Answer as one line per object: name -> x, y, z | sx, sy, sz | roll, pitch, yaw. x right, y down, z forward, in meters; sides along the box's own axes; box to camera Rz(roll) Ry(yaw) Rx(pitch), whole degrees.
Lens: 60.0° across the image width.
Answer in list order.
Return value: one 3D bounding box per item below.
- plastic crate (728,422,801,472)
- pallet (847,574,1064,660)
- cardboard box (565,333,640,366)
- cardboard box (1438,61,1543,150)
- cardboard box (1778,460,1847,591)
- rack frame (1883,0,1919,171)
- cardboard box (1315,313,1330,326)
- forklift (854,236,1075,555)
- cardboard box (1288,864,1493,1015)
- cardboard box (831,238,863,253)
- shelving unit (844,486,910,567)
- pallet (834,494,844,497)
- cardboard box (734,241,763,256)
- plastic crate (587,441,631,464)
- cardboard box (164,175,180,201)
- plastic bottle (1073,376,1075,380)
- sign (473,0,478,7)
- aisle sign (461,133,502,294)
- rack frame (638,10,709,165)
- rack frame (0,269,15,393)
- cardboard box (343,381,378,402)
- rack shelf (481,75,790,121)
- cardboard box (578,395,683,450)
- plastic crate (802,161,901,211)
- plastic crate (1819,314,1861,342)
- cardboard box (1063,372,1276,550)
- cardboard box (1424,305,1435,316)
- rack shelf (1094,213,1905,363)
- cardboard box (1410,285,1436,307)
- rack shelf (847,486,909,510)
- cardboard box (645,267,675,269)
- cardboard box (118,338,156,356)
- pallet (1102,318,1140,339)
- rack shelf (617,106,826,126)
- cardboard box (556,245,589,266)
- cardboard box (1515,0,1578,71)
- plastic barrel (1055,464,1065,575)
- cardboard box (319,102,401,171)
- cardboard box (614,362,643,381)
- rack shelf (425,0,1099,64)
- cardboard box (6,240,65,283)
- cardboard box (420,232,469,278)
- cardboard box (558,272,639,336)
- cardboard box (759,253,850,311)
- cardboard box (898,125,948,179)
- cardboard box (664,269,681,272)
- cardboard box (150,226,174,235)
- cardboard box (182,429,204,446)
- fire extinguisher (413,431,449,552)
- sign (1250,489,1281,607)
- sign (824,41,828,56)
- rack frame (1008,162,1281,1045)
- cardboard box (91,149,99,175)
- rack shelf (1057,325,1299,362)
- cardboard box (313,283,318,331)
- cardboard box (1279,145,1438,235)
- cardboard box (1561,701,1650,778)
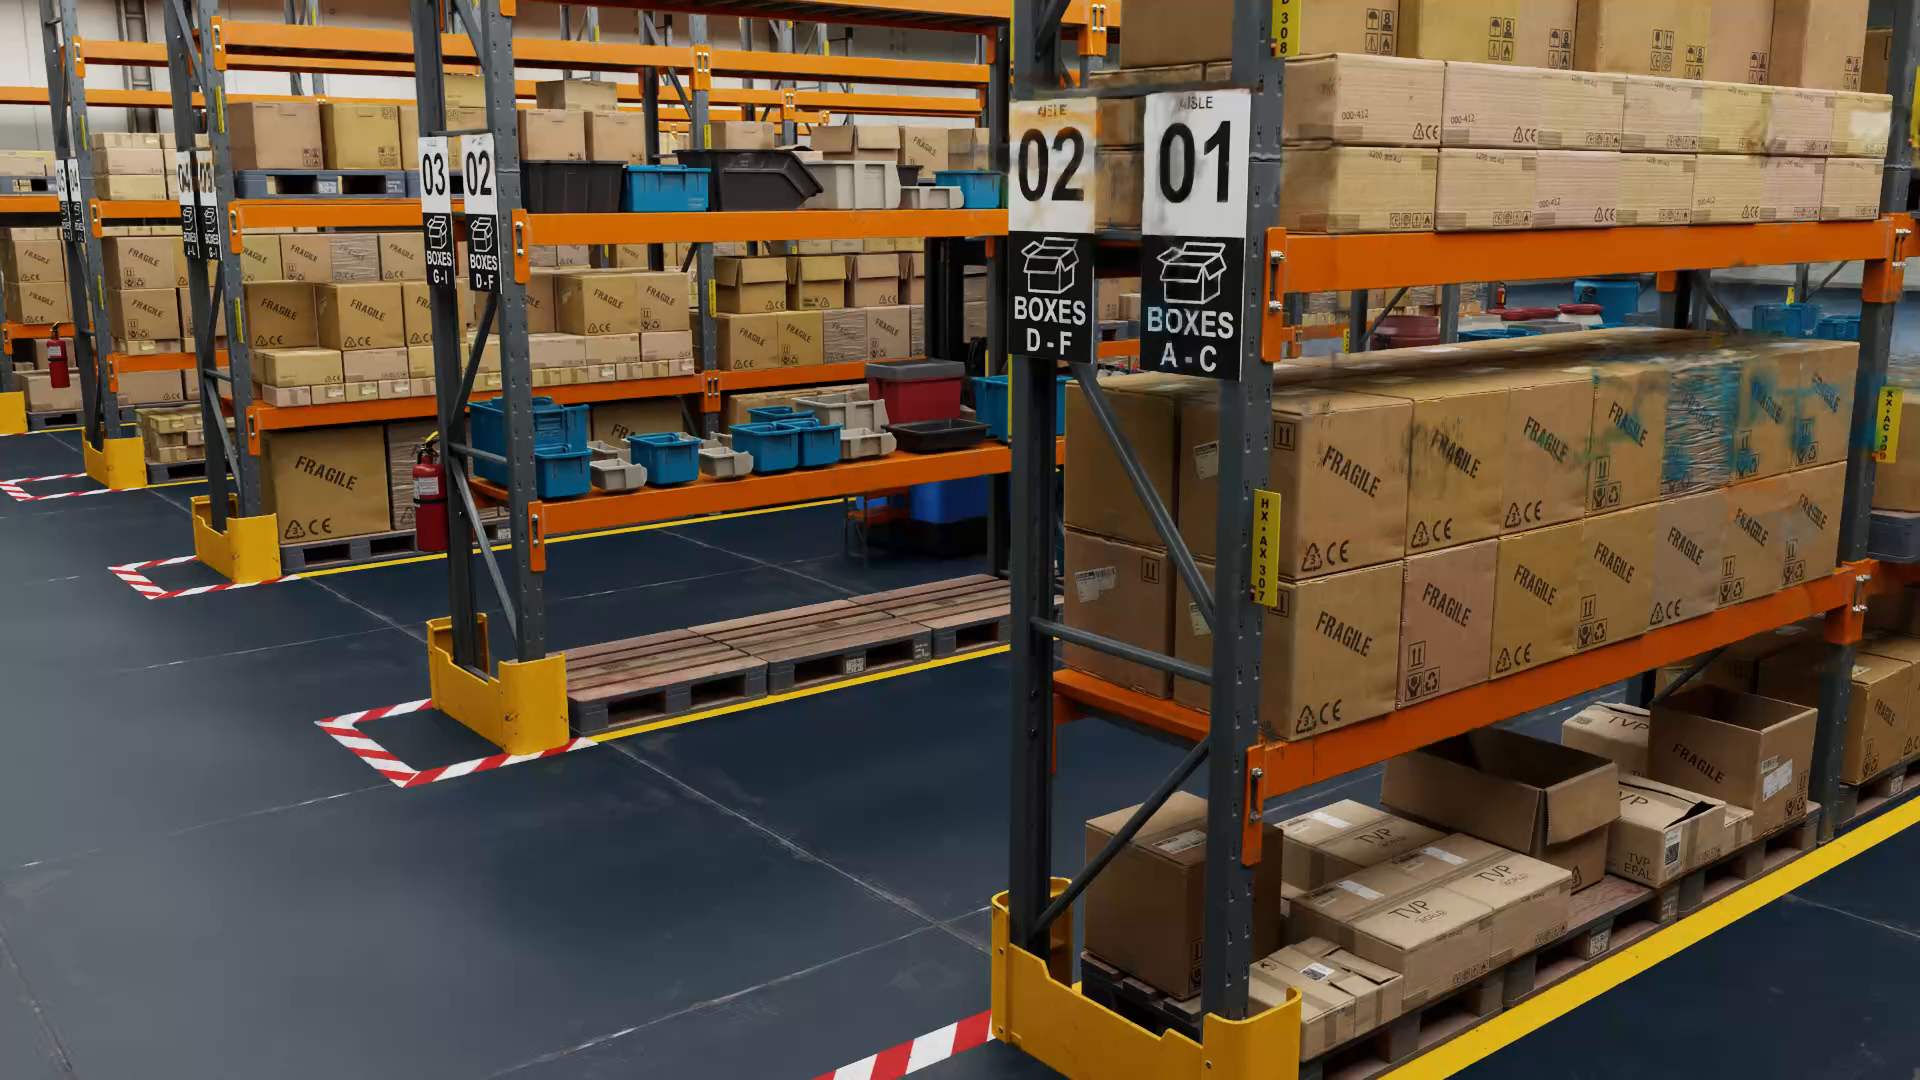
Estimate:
plastic crate -> -1.141, -0.542, 9.720 | 0.300, 0.233, 0.416 | -9, 15, -38
pallet -> 0.006, 0.501, 11.260 | 1.213, 0.211, 1.003 | -9, 15, -38
cardboard box -> -3.121, -1.672, 14.428 | 0.500, 0.250, 0.500 | -9, 15, -36
cardboard box -> 1.483, -1.368, 5.286 | 0.500, 0.250, 0.500 | -9, 15, -38
cardboard box -> 3.418, -0.103, 7.151 | 0.500, 0.500, 0.500 | -9, 15, -37
rack frame -> 3.648, -3.095, 7.040 | 0.127, 3.000, 1.000 | -9, 15, -38
cardboard box -> 4.268, -2.692, 20.191 | 0.250, 0.149, 0.380 | -9, 15, -38
forklift -> 0.475, -1.558, 14.412 | 1.130, 2.935, 3.031 | 11, 16, 41
cardboard box -> 1.516, 1.399, 5.880 | 0.500, 0.250, 0.500 | -9, 15, -38
cardboard box -> -1.683, -3.765, 21.989 | 0.500, 0.500, 0.700 | -10, 15, -38
shelving unit -> -0.665, -0.429, 13.260 | 0.258, 1.200, 0.503 | 11, 16, 41
pallet -> -1.029, -0.675, 16.800 | 1.213, 0.211, 1.003 | -9, 15, -38
cardboard box -> -3.493, -4.585, 26.533 | 0.500, 0.500, 0.500 | -9, 15, -36
plastic crate -> -2.044, -0.481, 9.662 | 0.243, 0.136, 0.396 | -9, 15, -38
cardboard box -> -7.757, -3.545, 16.740 | 0.500, 0.250, 0.500 | -9, 15, -36
plastic bottle -> 0.814, -1.048, 12.125 | 0.133, 0.283, 0.061 | -9, 15, -38
sign -> -5.233, -5.925, 17.928 | 0.005, 0.325, 0.100 | -9, 15, -38
aisle sign -> -2.438, -1.659, 8.464 | 0.004, 0.787, 0.394 | -9, 15, -38
rack frame -> -2.538, -4.702, 14.609 | 0.127, 3.000, 1.000 | -9, 15, -38
rack frame -> -11.852, -2.856, 20.357 | 0.127, 3.000, 1.000 | -9, 15, -38
cardboard box -> -4.779, -1.185, 13.093 | 0.250, 0.149, 0.380 | -10, 16, -39
rack shelf -> -3.996, -5.232, 19.798 | 4.000, 0.370, 1.077 | -9, 15, -38
cardboard box -> -3.103, -0.861, 15.067 | 0.875, 0.875, 0.875 | -9, 15, -38
plastic crate -> -0.644, -2.092, 9.824 | 0.530, 0.282, 0.437 | -9, 15, -38
plastic crate -> 9.723, -2.335, 18.263 | 0.616, 0.251, 0.499 | -9, 15, -38
cardboard box -> 0.700, -0.282, 5.587 | 0.500, 0.500, 0.500 | -10, 15, -38
cardboard box -> 5.954, -3.003, 21.653 | 0.250, 0.149, 0.380 | -9, 15, -38
rack shelf -> 2.086, -1.016, 6.204 | 4.000, 0.370, 1.077 | -9, 15, -38
cardboard box -> 5.653, -3.310, 21.539 | 0.500, 0.500, 0.875 | -9, 15, -38
rack shelf -> -0.665, -0.363, 13.274 | 0.258, 0.148, 0.480 | 11, 16, 41
cardboard box -> -3.736, -3.313, 20.672 | 0.250, 0.149, 0.380 | -9, 15, -35
cardboard box -> -8.223, -1.932, 16.612 | 0.250, 0.149, 0.380 | -10, 15, -38
pallet -> 2.106, -2.456, 18.937 | 1.213, 0.211, 1.003 | -9, 15, -38
rack shelf -> -4.044, -6.541, 25.961 | 4.000, 0.370, 1.077 | -9, 15, -38
cardboard box -> -5.846, -4.323, 24.616 | 0.500, 0.500, 0.500 | -10, 16, -39
cardboard box -> 1.682, -1.849, 5.748 | 0.500, 0.500, 0.700 | -9, 15, -38
plastic barrel -> 0.992, -0.211, 11.943 | 0.708, 0.901, 0.600 | -9, 15, -38
cardboard box -> -4.774, -3.149, 13.022 | 0.500, 0.500, 0.700 | -10, 16, -40
cardboard box -> -2.973, -1.485, 14.507 | 0.250, 0.149, 0.380 | -10, 15, -39
rack shelf -> -1.006, -3.092, 9.720 | 4.000, 0.370, 1.077 | -9, 15, -38
cardboard box -> -11.300, -3.410, 20.319 | 0.500, 0.500, 0.500 | -10, 15, -39
cardboard box -> -5.756, -3.164, 18.444 | 0.500, 0.500, 0.500 | -10, 16, -40
cardboard box -> -3.124, -2.039, 14.351 | 0.500, 0.500, 0.500 | -9, 15, -37
cardboard box -> -1.501, -2.479, 15.925 | 0.637, 0.503, 0.797 | -9, 15, -37
cardboard box -> -0.465, -3.791, 16.288 | 0.500, 0.500, 0.500 | -8, 15, -35
cardboard box -> -3.542, -3.173, 20.009 | 0.250, 0.149, 0.380 | -9, 15, -35
cardboard box -> -10.165, -3.907, 21.097 | 0.250, 0.149, 0.380 | -10, 16, -39
cardboard box -> -7.862, -1.075, 17.108 | 0.250, 0.149, 0.380 | -10, 15, -38
fire extinguisher -> -2.969, -0.279, 9.306 | 0.183, 0.674, 0.296 | -9, 15, -38
sign -> 0.863, 0.023, 4.714 | 0.005, 0.325, 0.100 | -9, 15, -38
sign -> -2.131, -7.793, 26.533 | 0.005, 0.325, 0.100 | -9, 15, -38
rack frame -> 0.524, 0.359, 5.219 | 0.127, 3.000, 1.000 | -9, 15, -38
cardboard box -> -8.480, -3.806, 16.766 | 0.500, 0.250, 0.500 | -10, 16, -39
rack shelf -> 2.147, -2.194, 18.973 | 4.000, 0.370, 1.077 | -9, 15, -38
cardboard box -> -6.971, -2.476, 17.613 | 0.500, 0.500, 0.500 | -10, 16, -39
cardboard box -> 1.084, -1.061, 5.043 | 0.500, 0.250, 0.500 | -9, 15, -38
cardboard box -> 3.185, 0.959, 7.805 | 0.500, 0.311, 0.500 | -9, 15, -38
